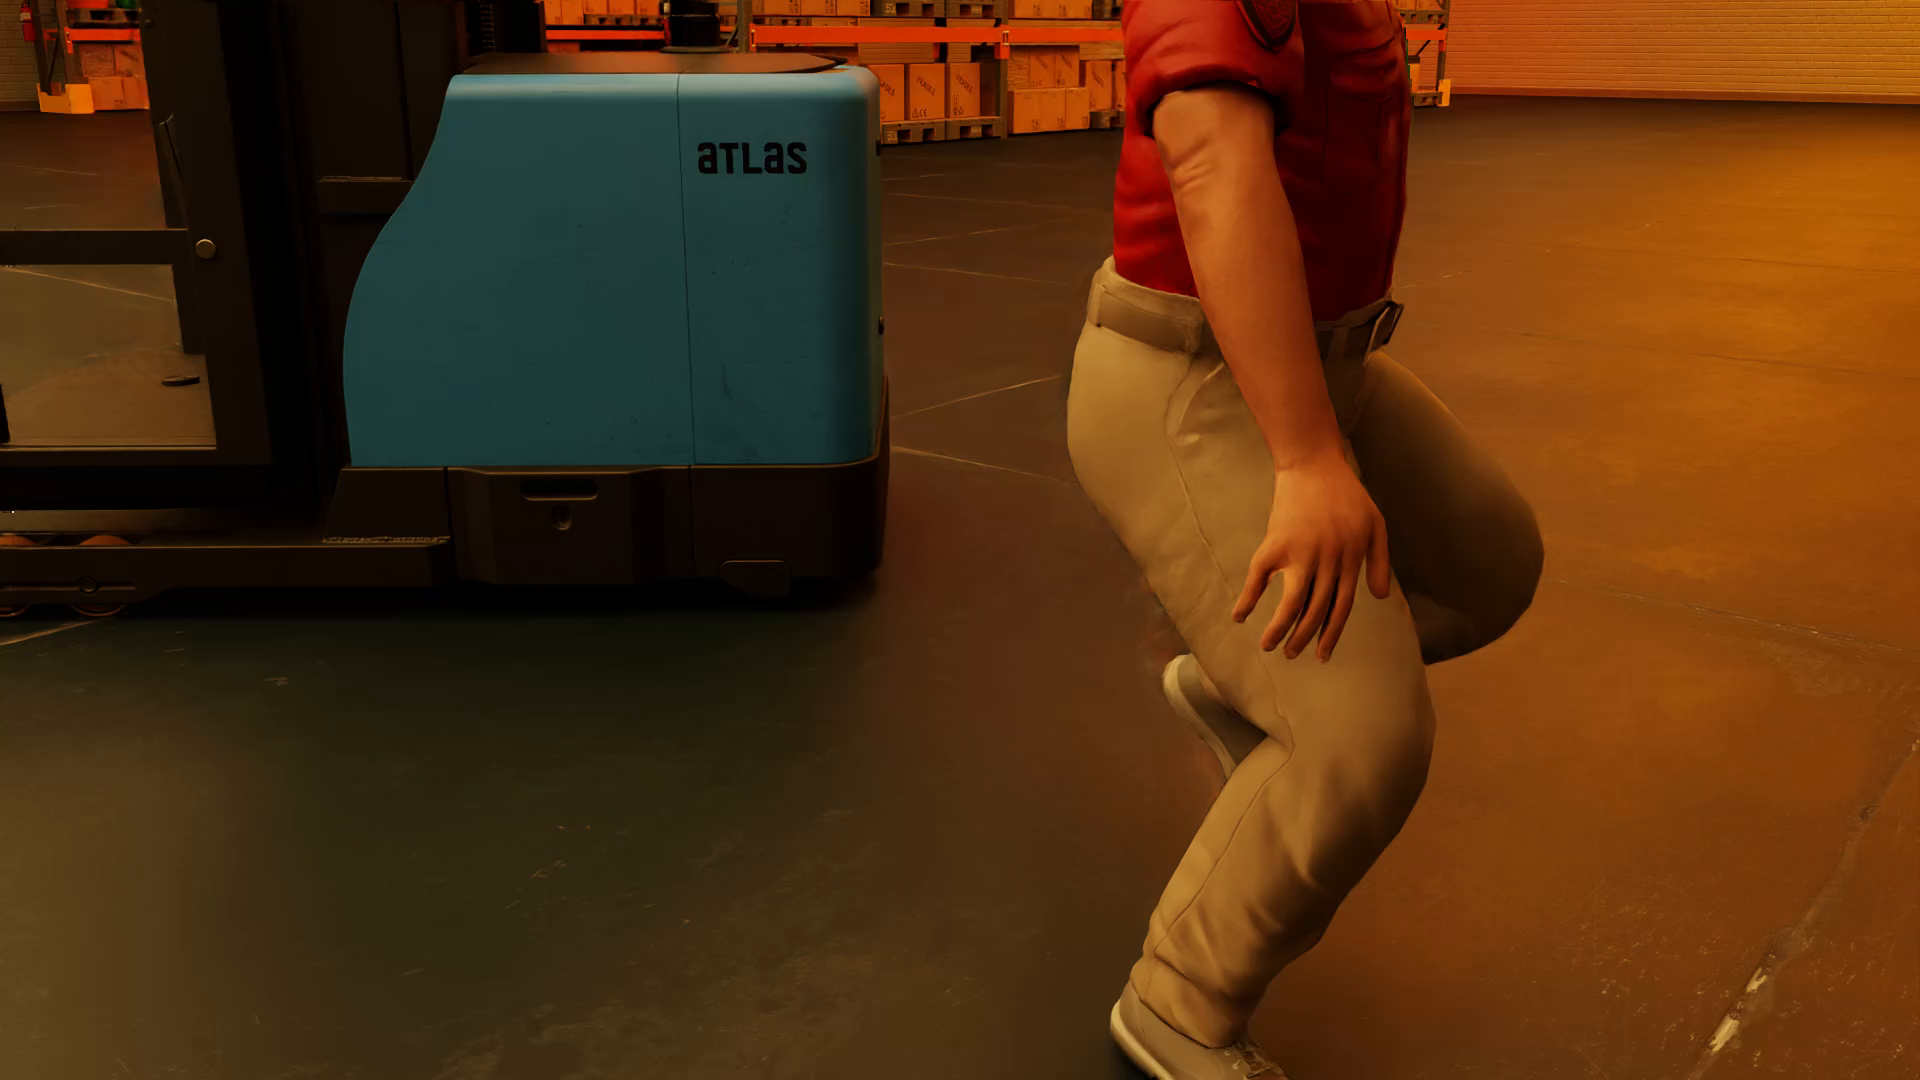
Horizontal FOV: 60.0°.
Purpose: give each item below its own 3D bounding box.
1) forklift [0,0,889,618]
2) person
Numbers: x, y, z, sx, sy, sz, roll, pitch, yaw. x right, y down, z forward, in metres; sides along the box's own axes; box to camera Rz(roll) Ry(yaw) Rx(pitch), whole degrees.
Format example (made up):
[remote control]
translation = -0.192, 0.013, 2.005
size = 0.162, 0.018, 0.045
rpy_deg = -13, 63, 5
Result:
[forklift]
translation = -1.691, -1.398, 3.501
size = 3.031, 2.935, 1.130
rpy_deg = 0, 17, -1
[person]
translation = 0.368, -0.176, 1.852
size = 0.516, 1.617, 0.997
rpy_deg = 8, 19, 25
